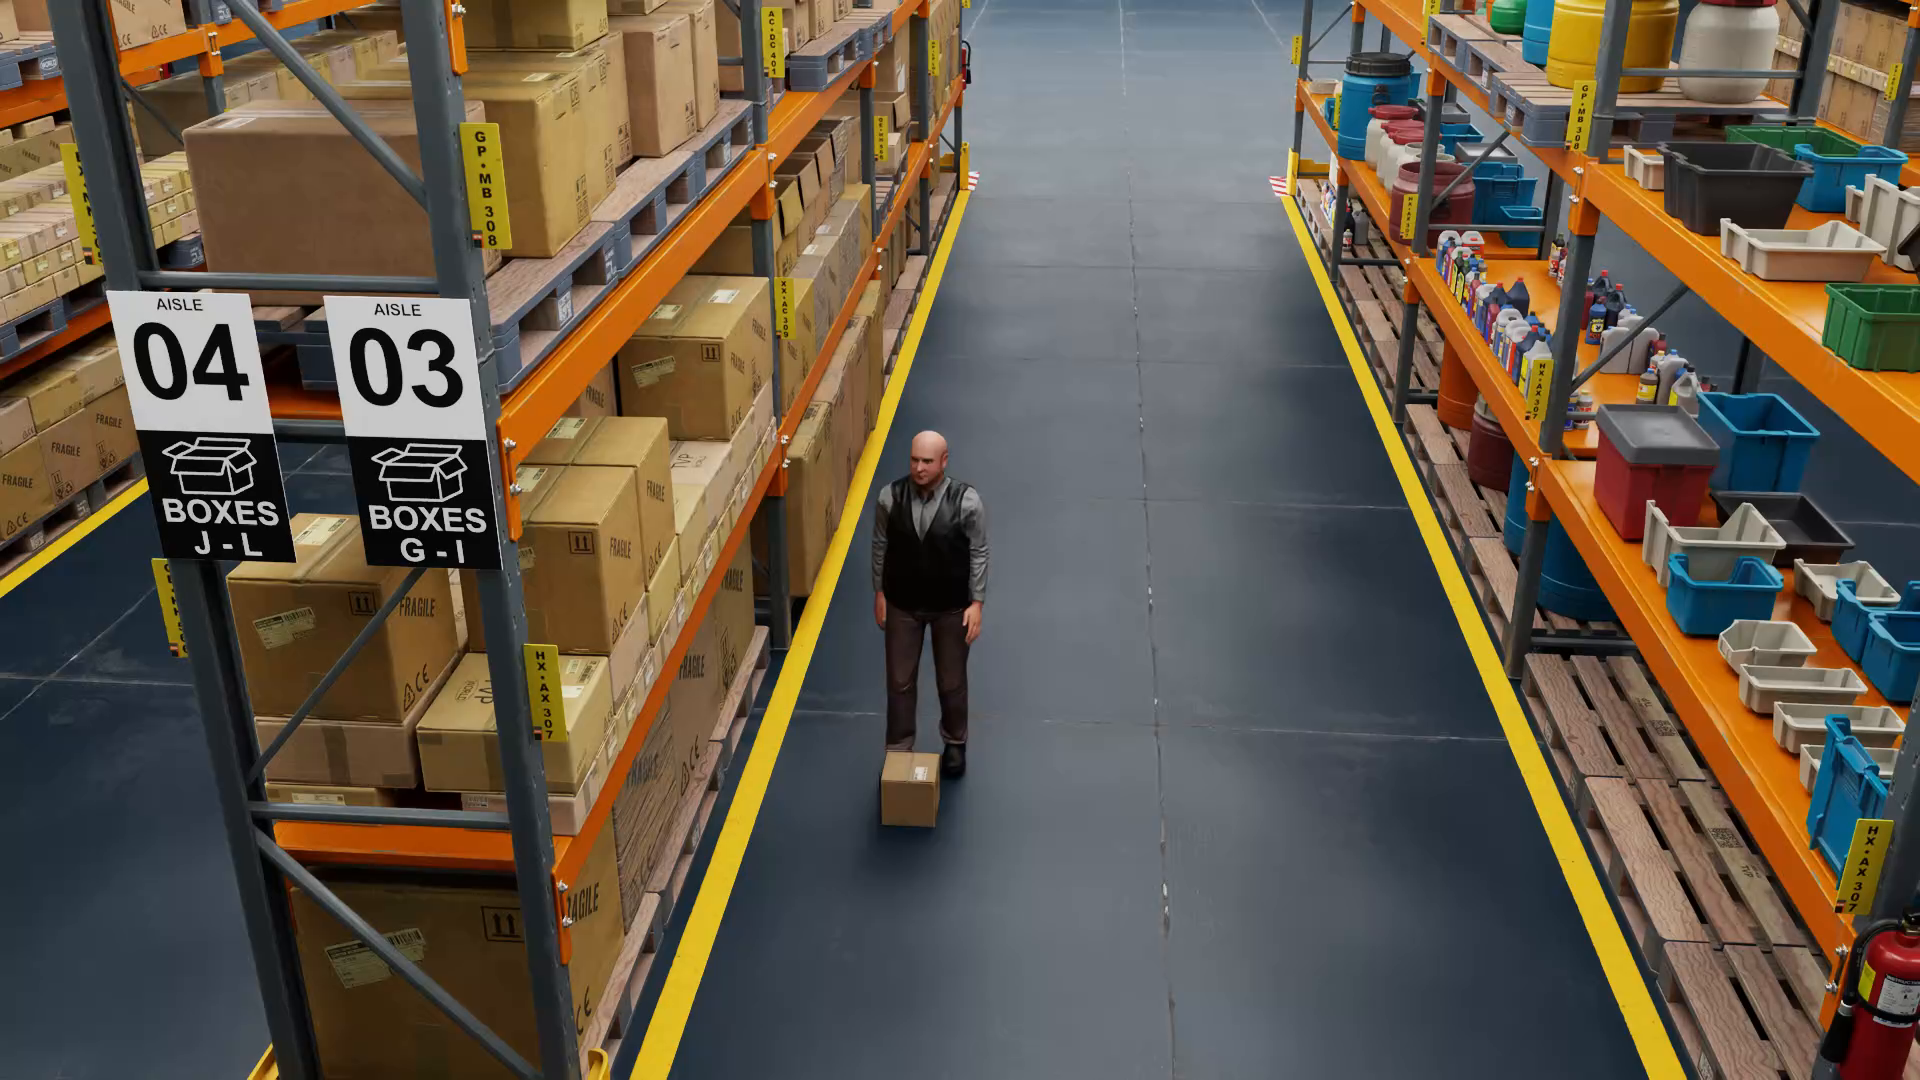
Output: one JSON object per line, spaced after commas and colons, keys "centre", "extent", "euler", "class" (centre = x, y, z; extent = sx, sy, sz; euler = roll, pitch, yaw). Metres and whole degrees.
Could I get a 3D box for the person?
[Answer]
{"centre": [-0.159, 0.338, 7.867], "extent": [0.574, 1.730, 0.502], "euler": [4, 25, 9], "class": "person"}
